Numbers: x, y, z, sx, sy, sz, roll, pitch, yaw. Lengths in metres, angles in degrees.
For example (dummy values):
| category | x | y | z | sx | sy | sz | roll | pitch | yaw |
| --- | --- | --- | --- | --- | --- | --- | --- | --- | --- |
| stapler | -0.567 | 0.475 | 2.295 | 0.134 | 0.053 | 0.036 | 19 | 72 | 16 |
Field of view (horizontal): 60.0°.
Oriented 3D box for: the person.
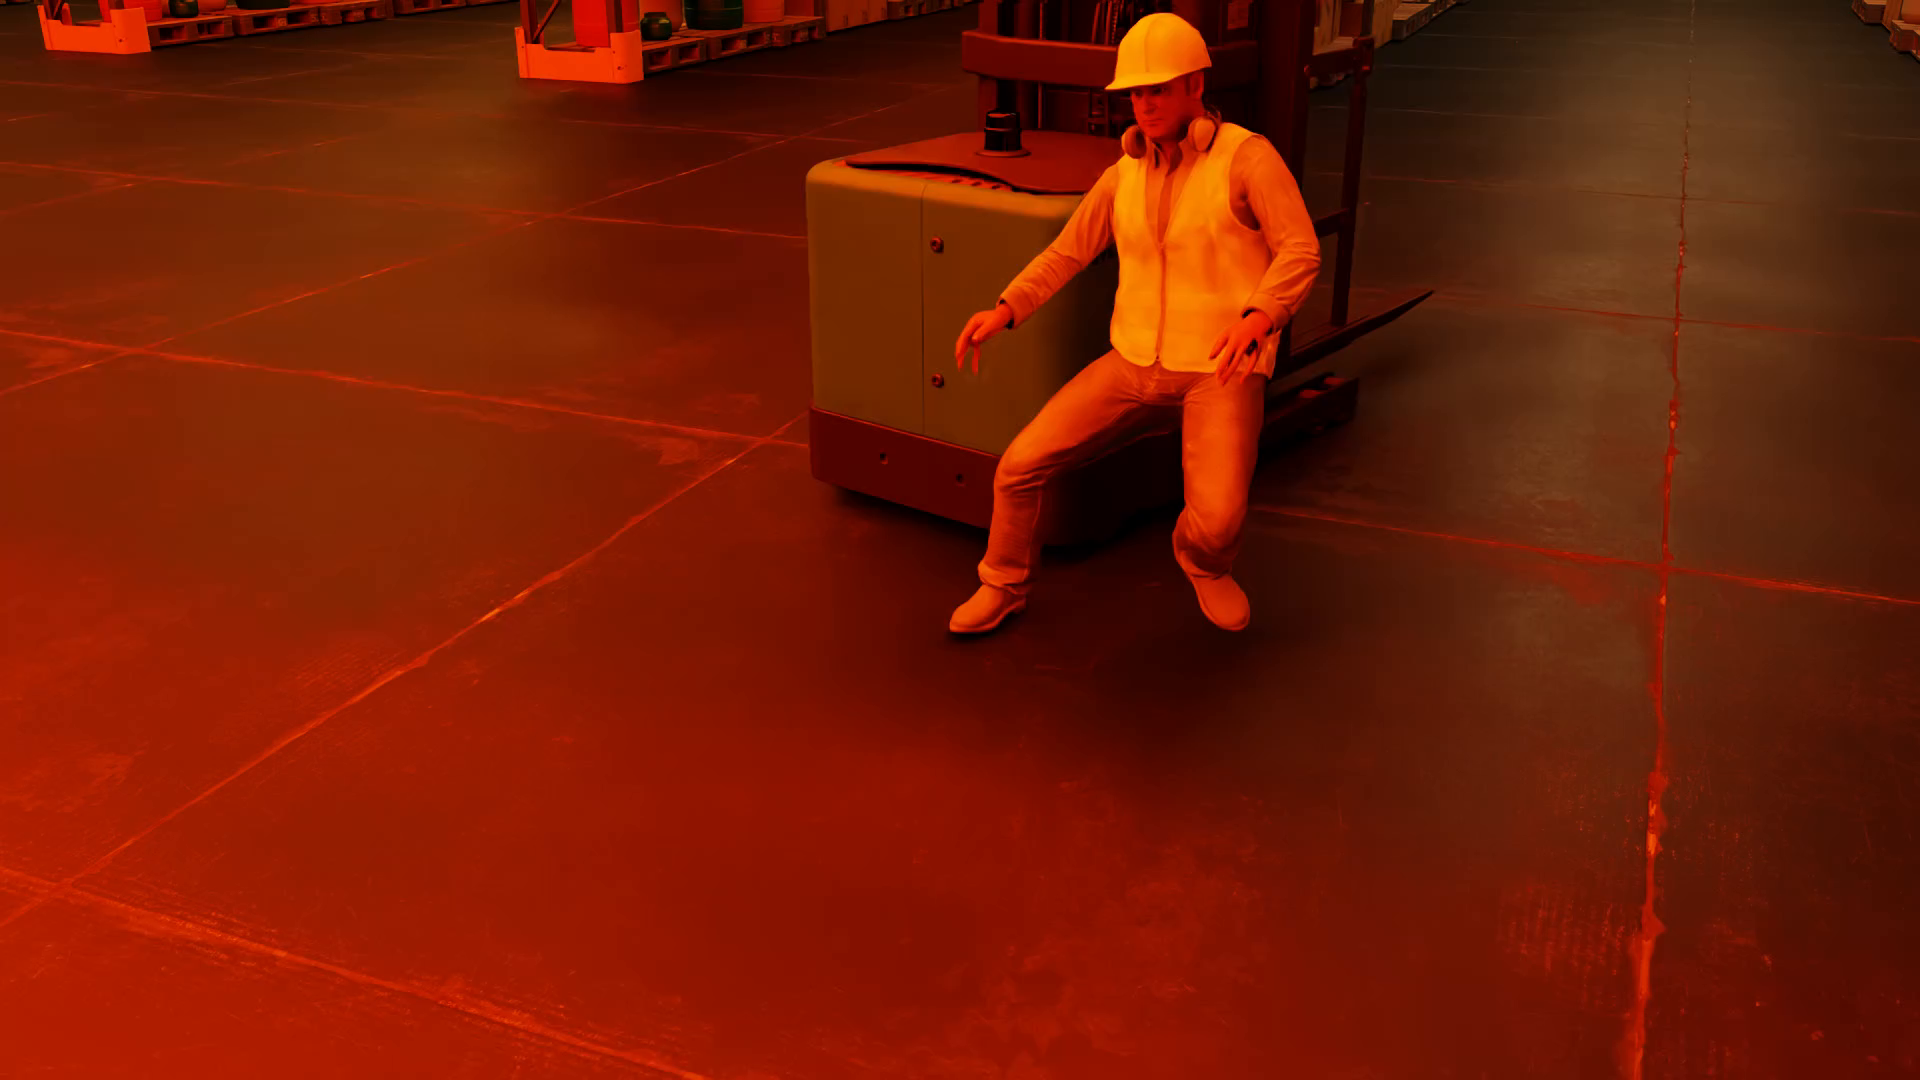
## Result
| category | x | y | z | sx | sy | sz | roll | pitch | yaw |
| --- | --- | --- | --- | --- | --- | --- | --- | --- | --- |
| person | 0.446 | -0.482 | 4.176 | 0.829 | 1.588 | 0.701 | 16 | 27 | 33 |

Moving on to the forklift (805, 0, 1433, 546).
| category | x | y | z | sx | sy | sz | roll | pitch | yaw |
| --- | --- | --- | --- | --- | --- | --- | --- | --- | --- |
| forklift | 0.817 | -1.835 | 5.683 | 1.130 | 2.935 | 3.031 | 17 | 28 | 35 |
